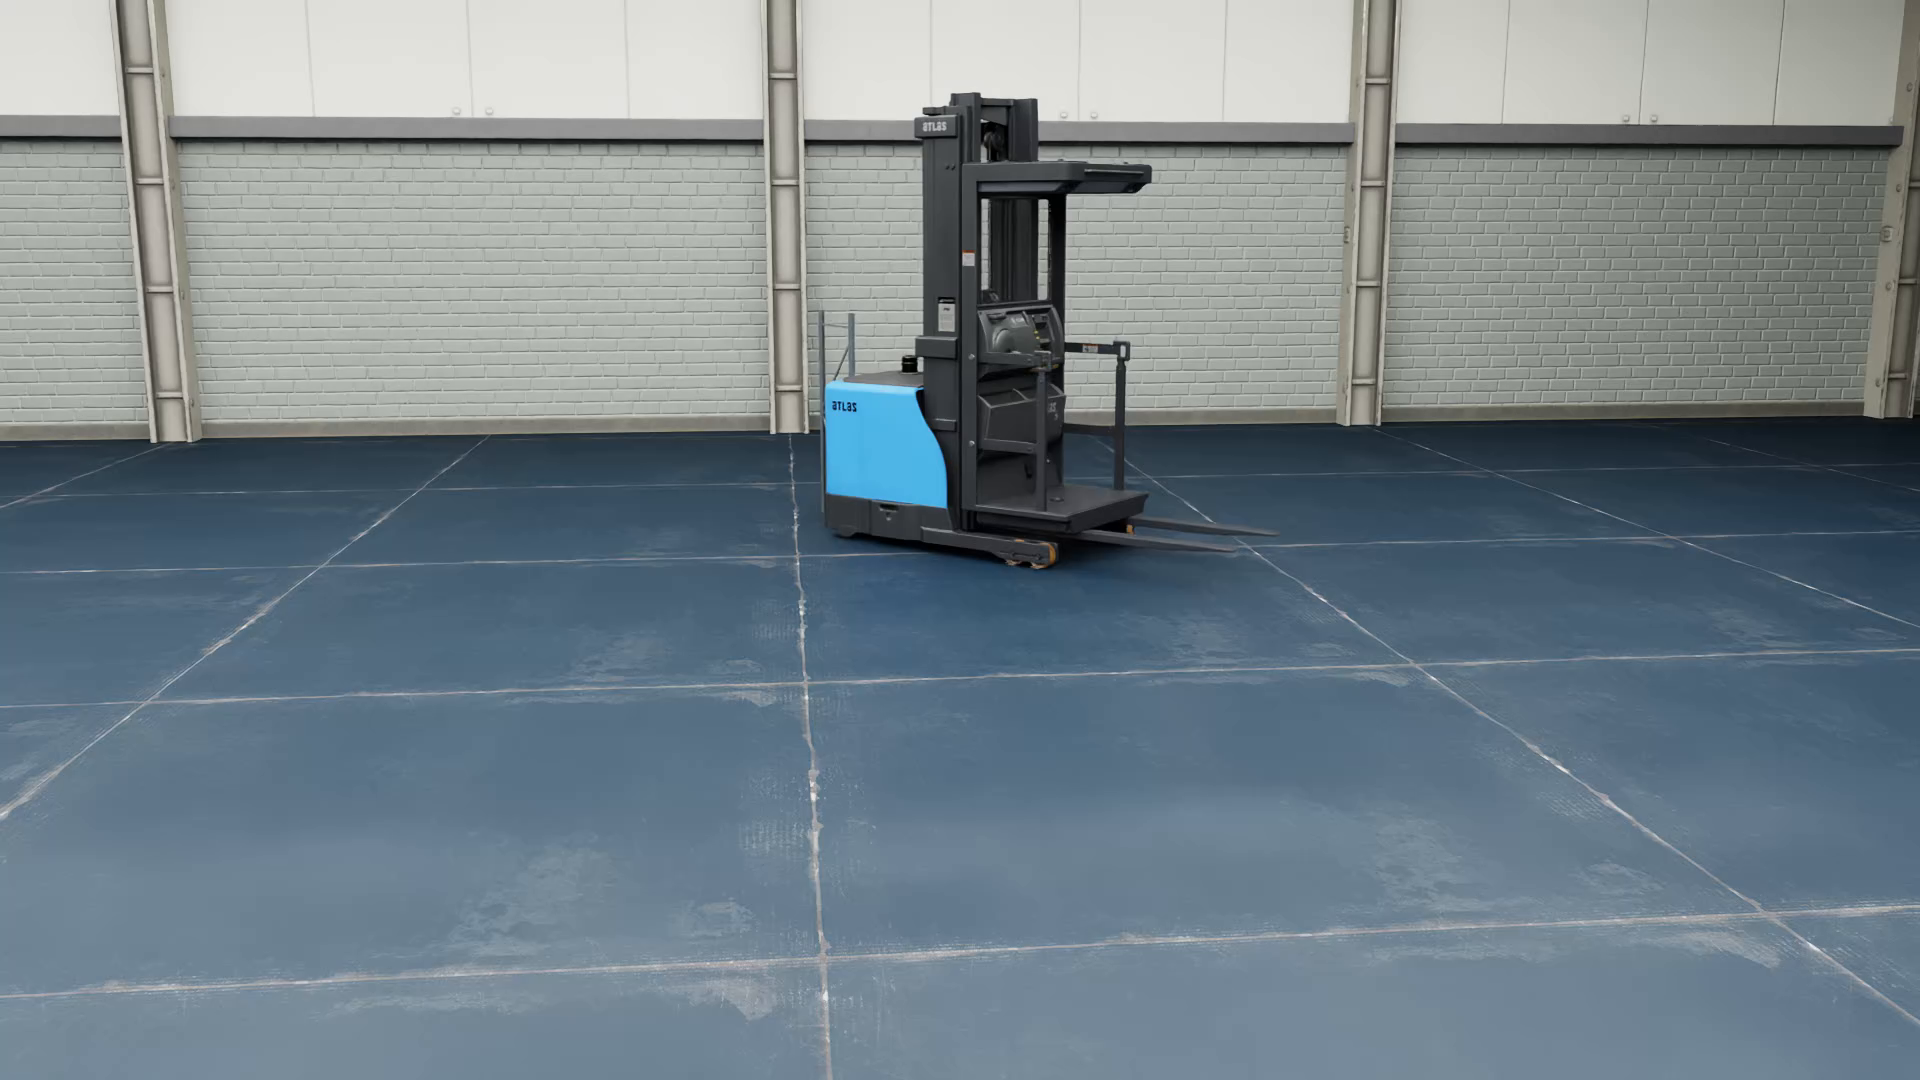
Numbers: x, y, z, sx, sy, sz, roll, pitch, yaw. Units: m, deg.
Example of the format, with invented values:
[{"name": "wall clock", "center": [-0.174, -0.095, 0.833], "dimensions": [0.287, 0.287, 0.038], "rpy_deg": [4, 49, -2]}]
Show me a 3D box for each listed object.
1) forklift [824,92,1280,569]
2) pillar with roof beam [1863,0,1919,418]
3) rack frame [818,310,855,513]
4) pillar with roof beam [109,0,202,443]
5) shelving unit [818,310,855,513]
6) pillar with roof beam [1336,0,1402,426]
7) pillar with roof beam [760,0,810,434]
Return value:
[{"name": "forklift", "center": [0.572, -1.373, 10.753], "dimensions": [3.031, 2.935, 1.130], "rpy_deg": [8, 13, 34]}, {"name": "pillar with roof beam", "center": [10.654, -4.948, 13.208], "dimensions": [0.400, 9.000, 9.100], "rpy_deg": [-1, 11, -6]}, {"name": "rack frame", "center": [-0.891, -0.907, 12.093], "dimensions": [0.032, 1.500, 0.500], "rpy_deg": [-7, 13, -31]}, {"name": "pillar with roof beam", "center": [-7.241, -4.573, 11.300], "dimensions": [0.400, 9.000, 9.100], "rpy_deg": [-1, 11, -6]}, {"name": "shelving unit", "center": [-0.460, -0.959, 12.358], "dimensions": [1.048, 1.500, 0.538], "rpy_deg": [-7, 13, -31]}, {"name": "pillar with roof beam", "center": [4.689, -4.823, 12.572], "dimensions": [0.400, 9.000, 9.100], "rpy_deg": [-1, 11, -6]}, {"name": "pillar with roof beam", "center": [-1.276, -4.698, 11.936], "dimensions": [0.400, 9.000, 9.100], "rpy_deg": [-1, 11, -6]}]
